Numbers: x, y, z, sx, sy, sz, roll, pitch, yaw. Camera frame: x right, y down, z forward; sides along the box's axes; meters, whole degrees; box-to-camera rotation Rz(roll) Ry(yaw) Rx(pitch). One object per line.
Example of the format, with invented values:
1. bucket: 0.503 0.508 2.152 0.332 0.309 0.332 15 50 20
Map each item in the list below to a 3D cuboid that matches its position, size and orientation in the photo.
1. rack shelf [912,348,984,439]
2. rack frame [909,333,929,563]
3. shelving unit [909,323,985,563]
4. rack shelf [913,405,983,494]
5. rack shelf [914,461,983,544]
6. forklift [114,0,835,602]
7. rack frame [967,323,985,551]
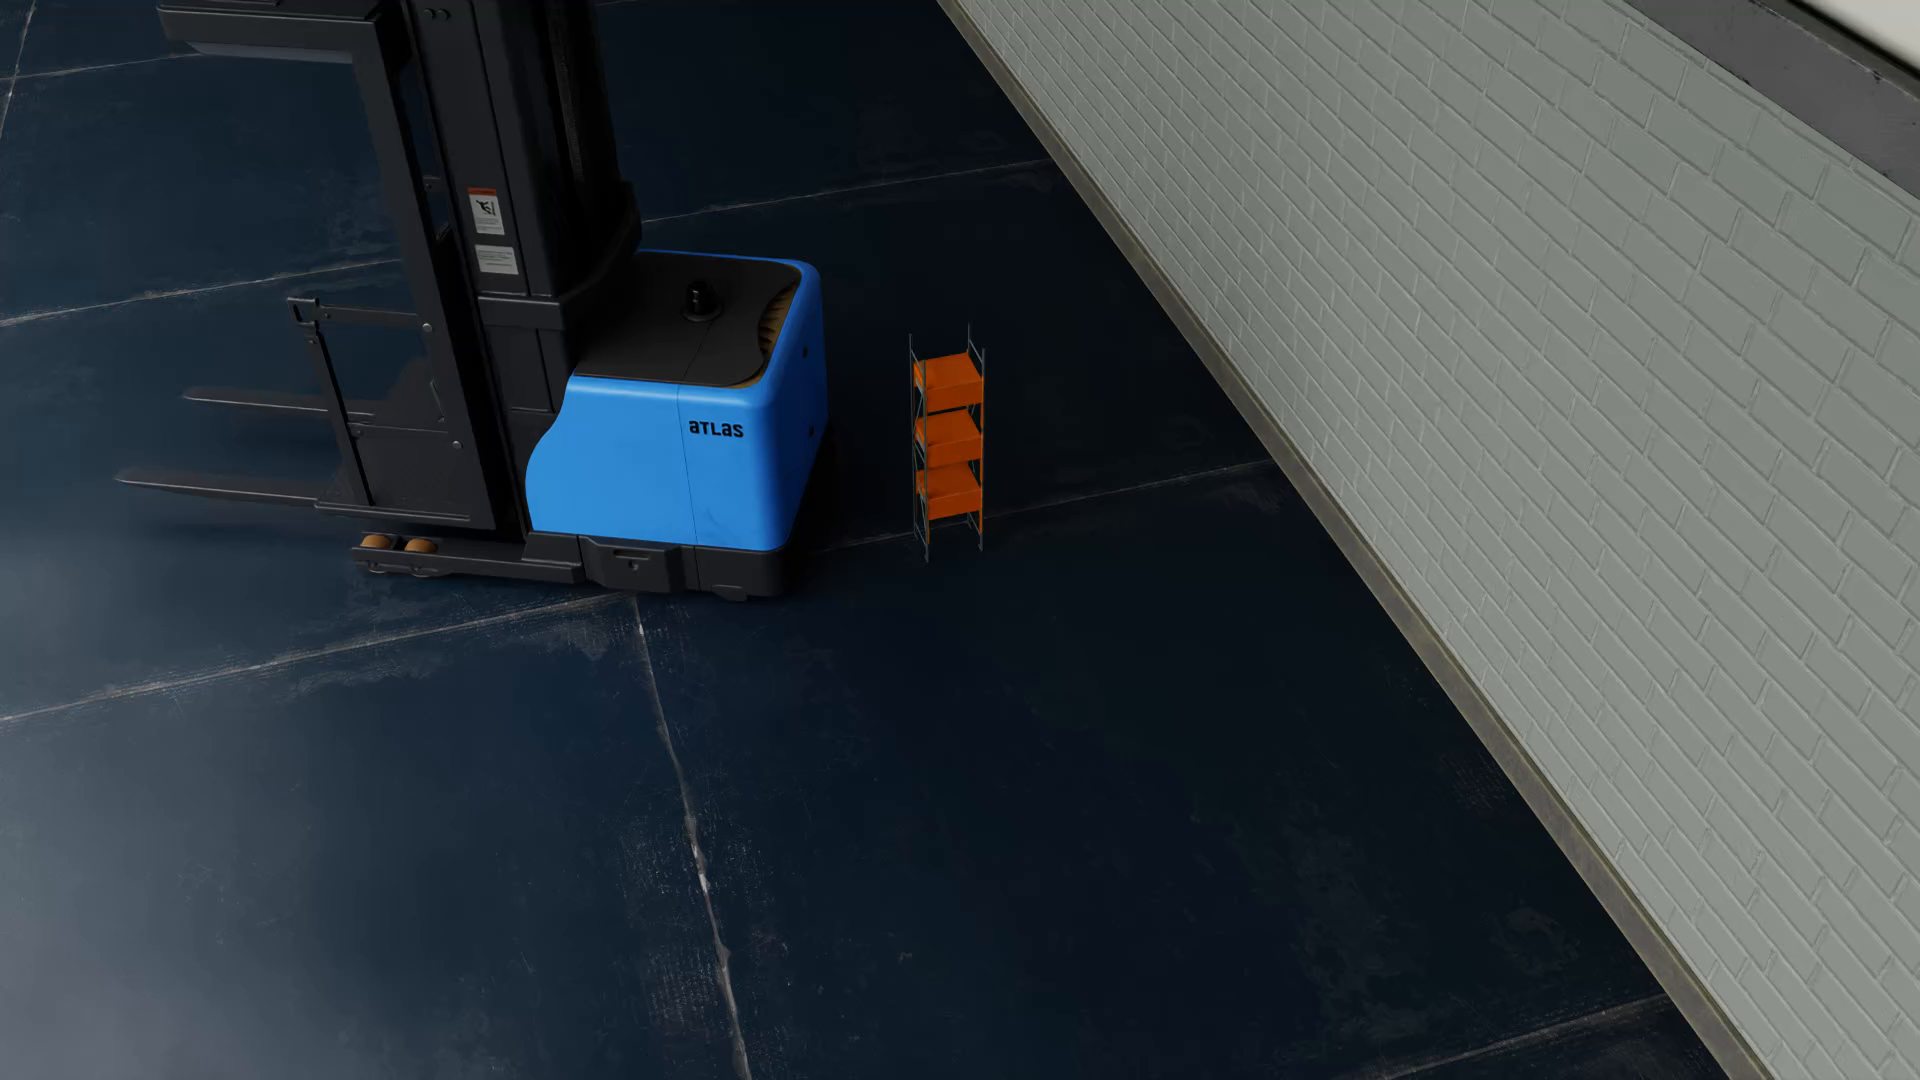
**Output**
1. rack shelf: -0.051 -0.591 6.713 0.240 0.259 0.215 -12 42 -13
2. rack frame: -0.167 -0.361 6.865 0.008 1.050 0.200 -12 42 -13
3. shelving unit: -0.051 -0.385 6.892 0.252 1.050 0.215 -12 42 -13
4. rack shelf: -0.051 -0.377 6.899 0.240 0.259 0.215 -12 42 -13
5. rack shelf: -0.051 -0.168 7.082 0.240 0.259 0.215 -12 42 -13
6. forklift: -2.130 -1.283 6.491 3.031 2.935 1.130 5 41 6
7. rack frame: 0.065 -0.409 6.920 0.008 1.050 0.200 -12 42 -13
